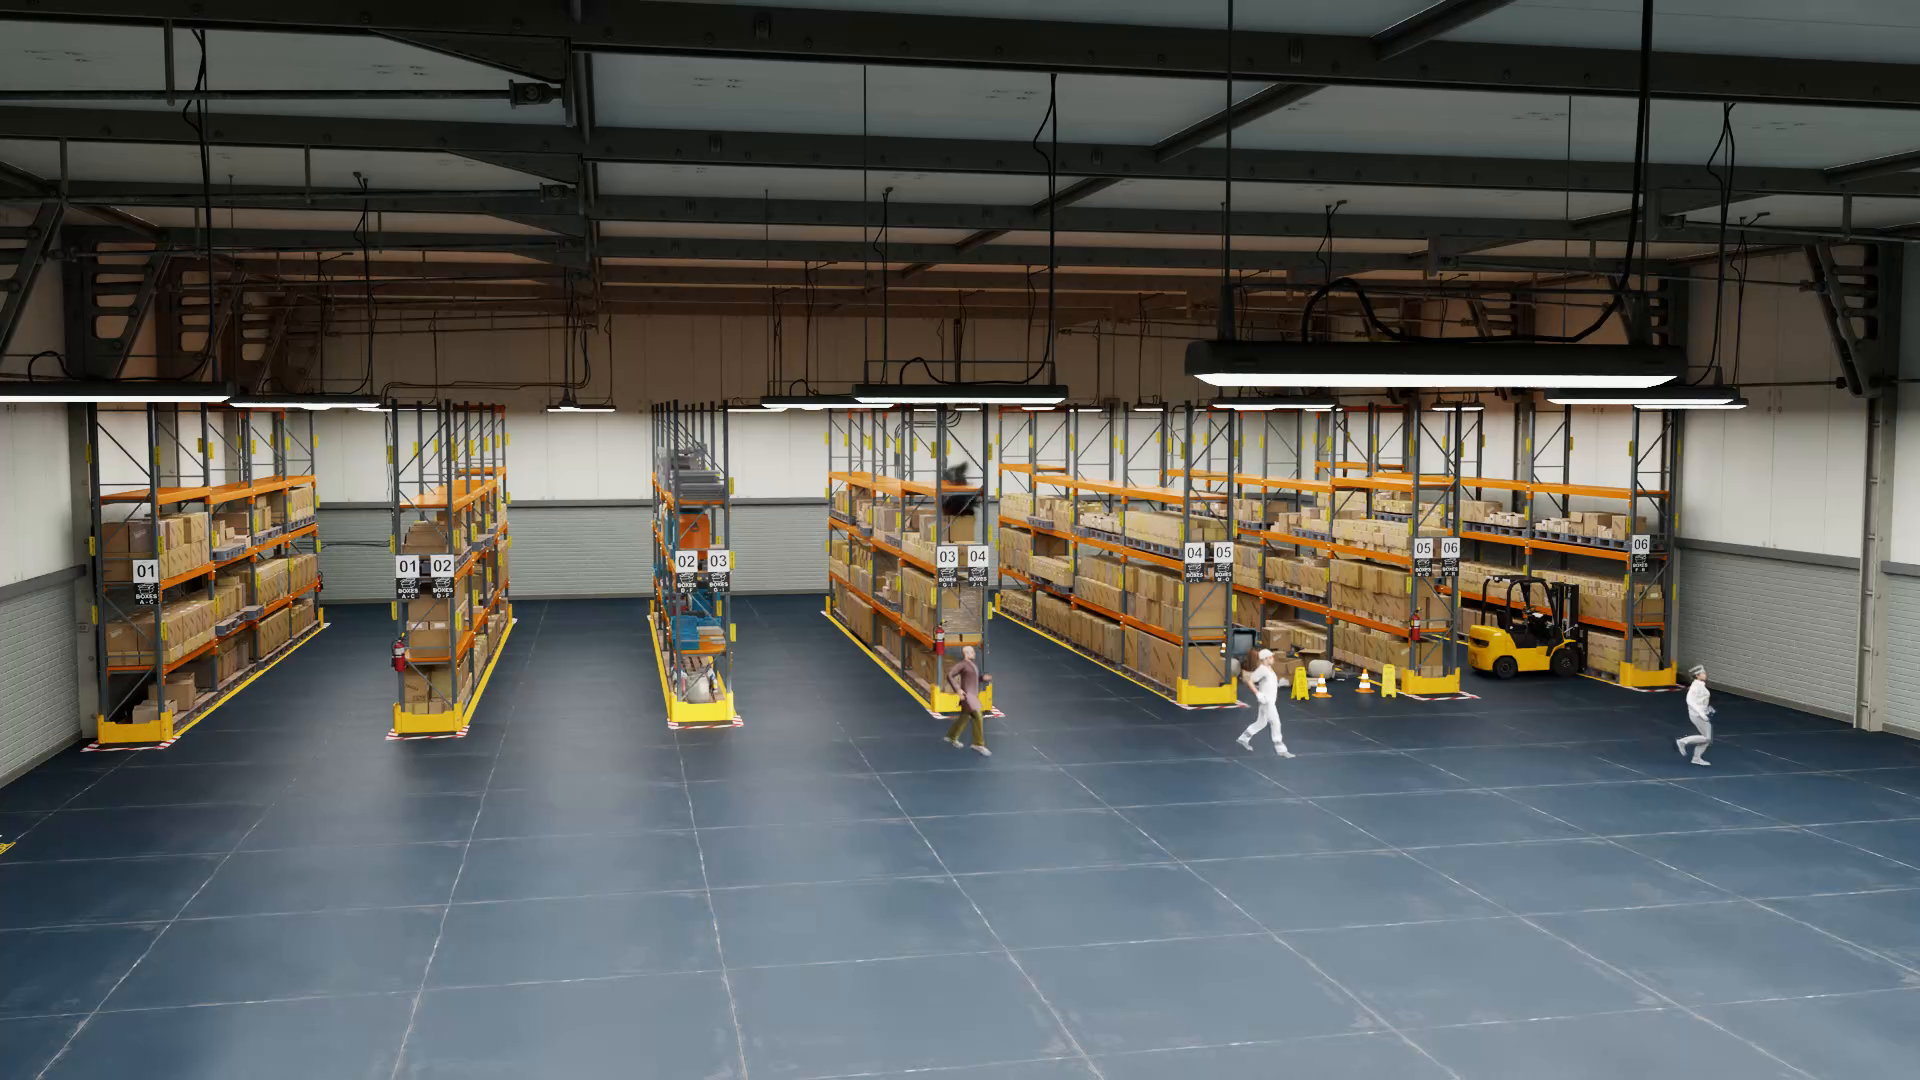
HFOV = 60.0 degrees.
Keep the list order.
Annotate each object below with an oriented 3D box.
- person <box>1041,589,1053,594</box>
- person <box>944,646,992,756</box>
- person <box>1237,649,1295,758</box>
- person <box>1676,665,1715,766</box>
[{"bbox_3d":[2.709,1.083,50.171,0.578,1.733,0.715,-1,4,-16],"label":"person"},{"bbox_3d":[0.136,2.704,28.137,0.894,1.837,0.681,1,5,17],"label":"person"},{"bbox_3d":[5.125,2.708,27.722,0.961,1.781,0.659,1,5,18],"label":"person"},{"bbox_3d":[12.046,2.854,27.204,0.555,1.657,0.615,2,5,29],"label":"person"}]
